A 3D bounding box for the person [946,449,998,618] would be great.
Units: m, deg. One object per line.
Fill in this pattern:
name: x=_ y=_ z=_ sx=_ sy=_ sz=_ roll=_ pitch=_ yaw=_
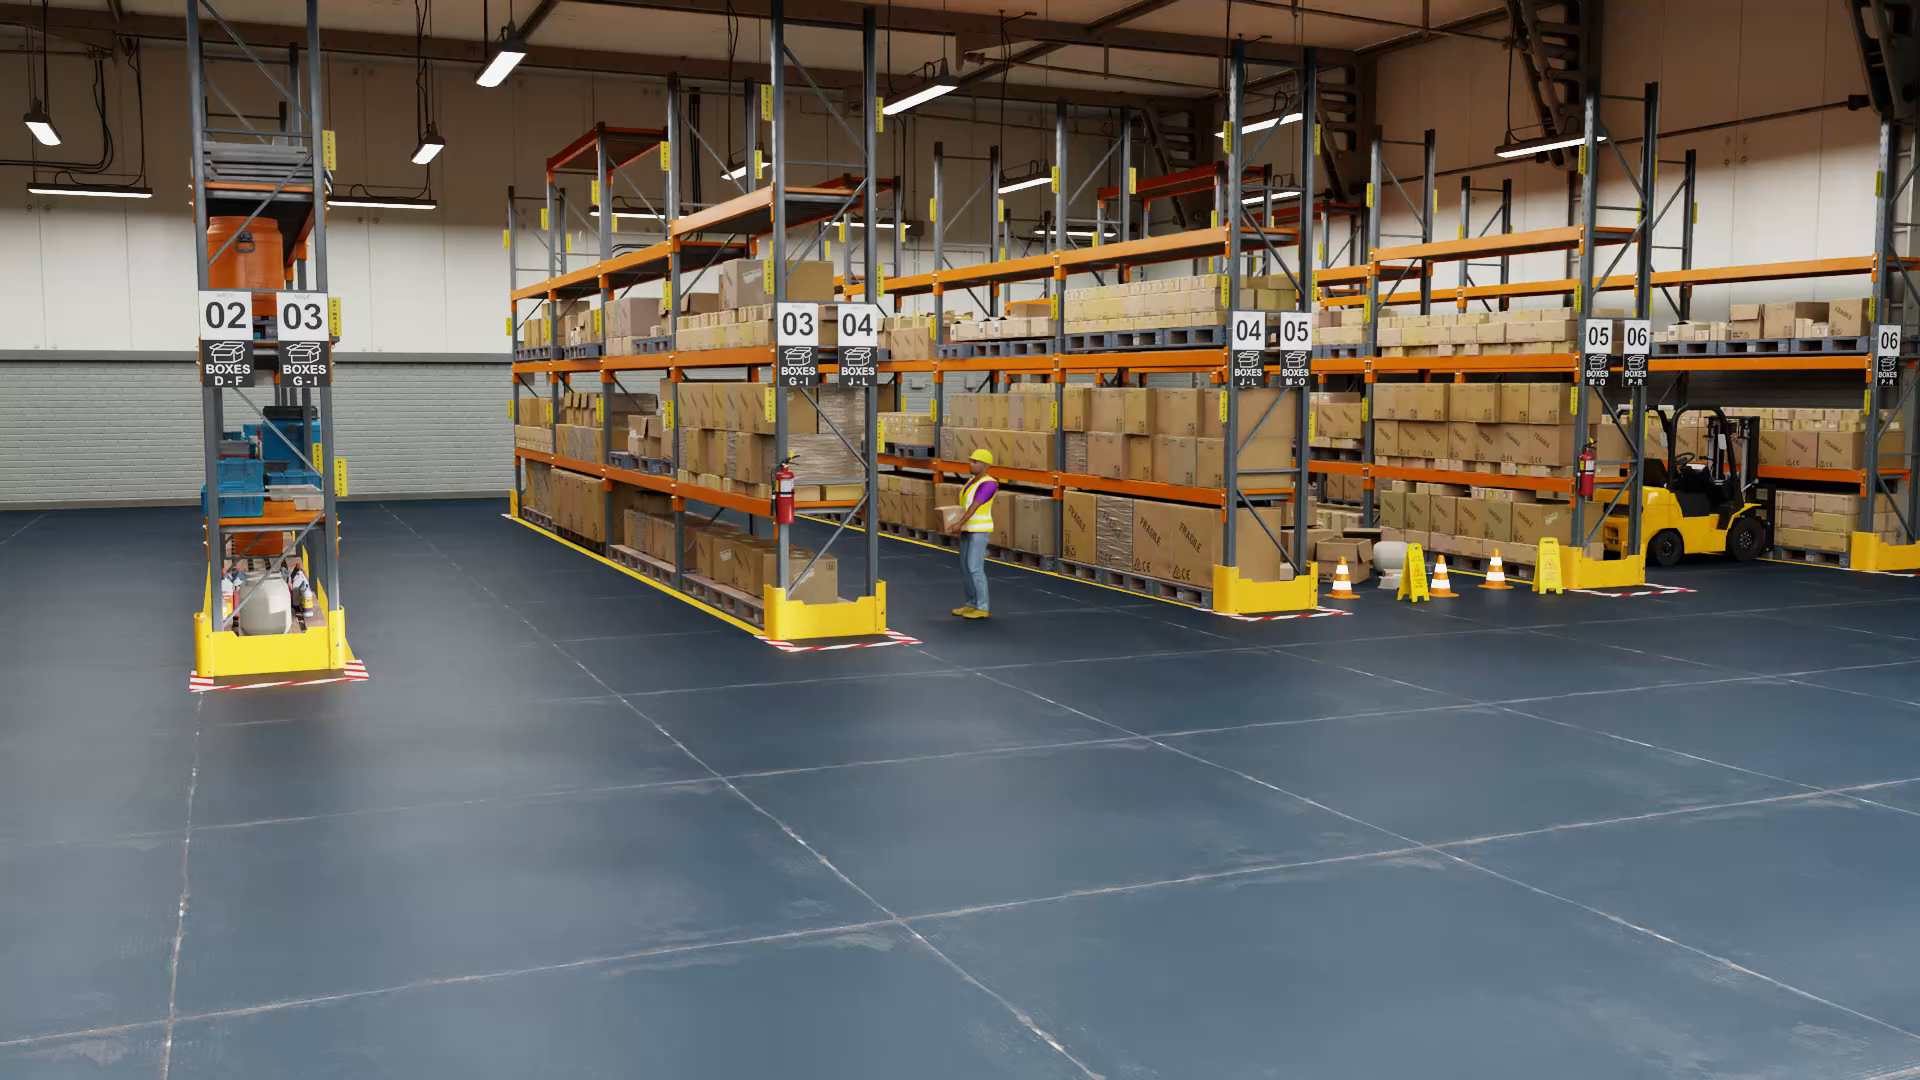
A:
person: x=0.077 y=-0.068 z=17.401 sx=0.577 sy=1.761 sz=0.502 roll=-2 pitch=6 yaw=-24
